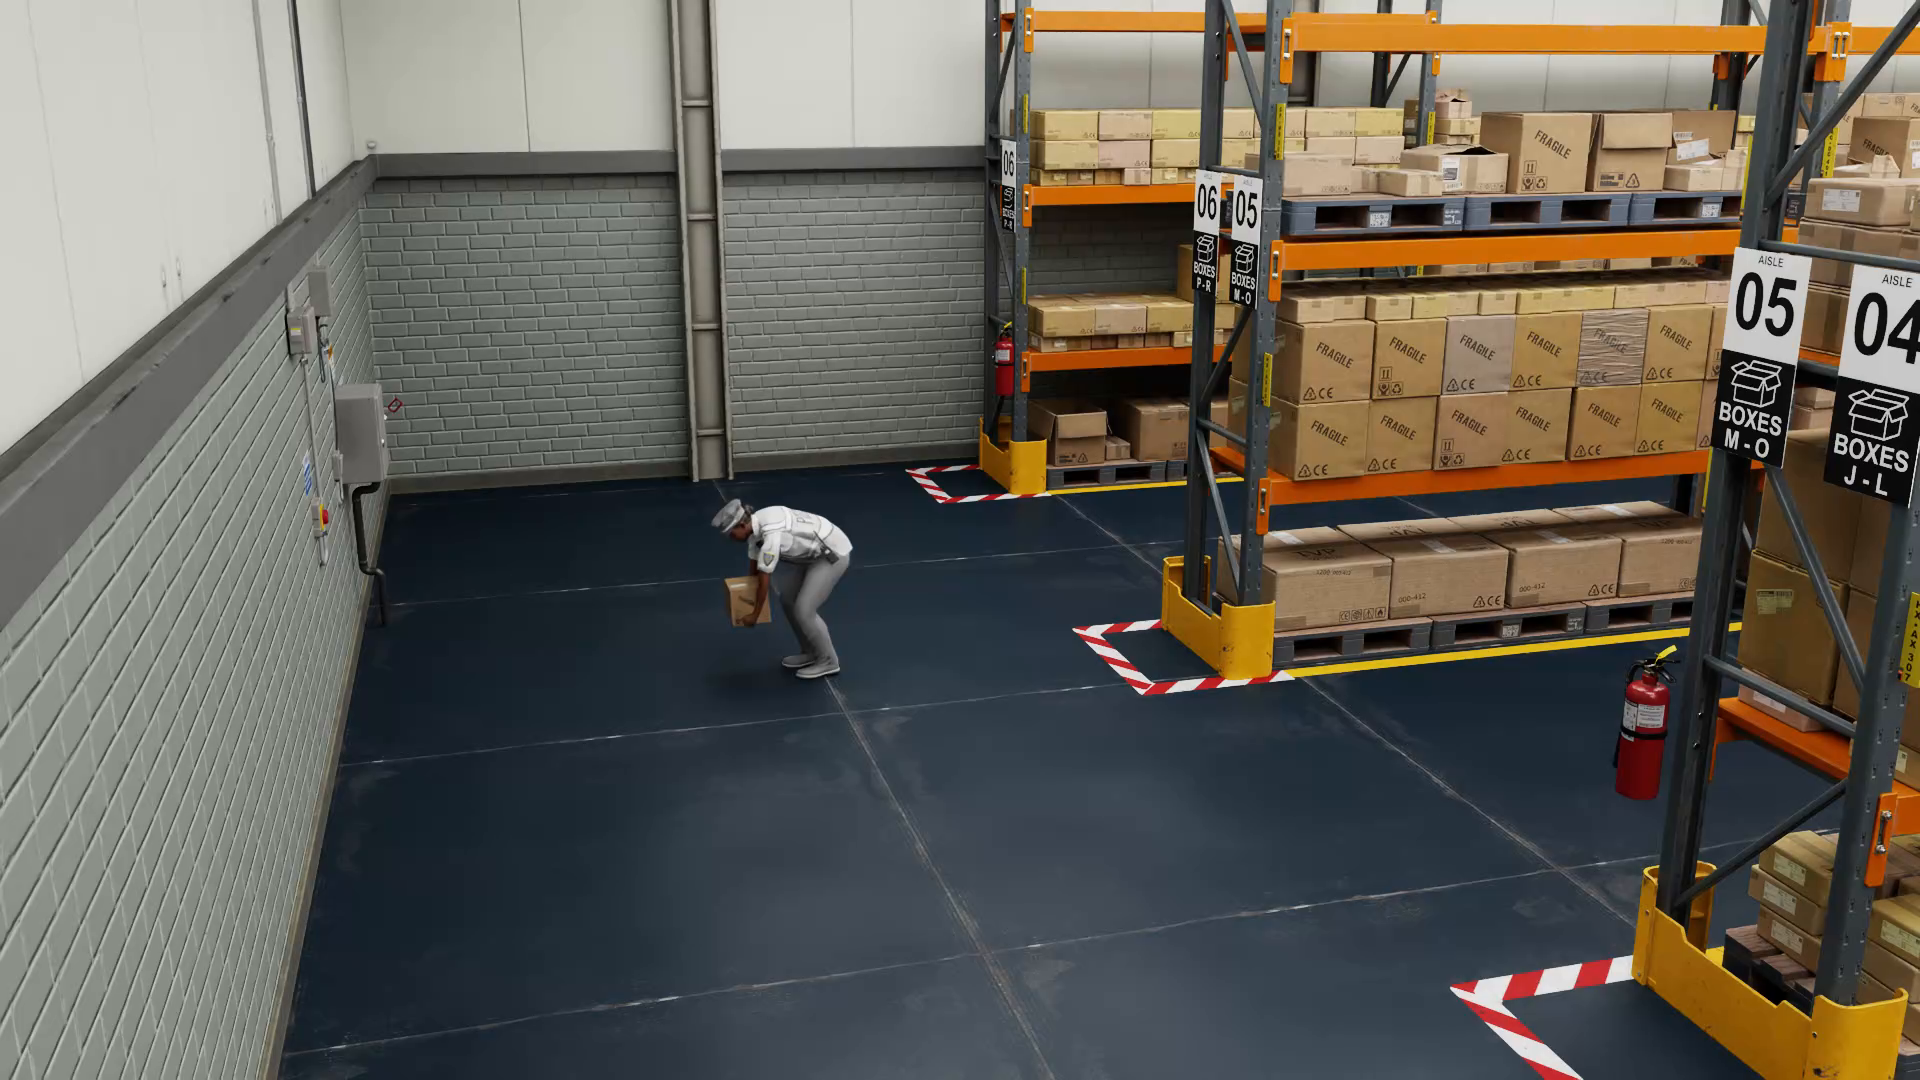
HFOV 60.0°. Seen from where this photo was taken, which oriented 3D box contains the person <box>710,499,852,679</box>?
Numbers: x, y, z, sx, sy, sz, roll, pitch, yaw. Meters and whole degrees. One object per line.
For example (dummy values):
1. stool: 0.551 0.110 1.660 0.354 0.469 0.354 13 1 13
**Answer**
1. person: -1.154 0.299 10.826 0.915 1.207 0.430 -5 17 -17
